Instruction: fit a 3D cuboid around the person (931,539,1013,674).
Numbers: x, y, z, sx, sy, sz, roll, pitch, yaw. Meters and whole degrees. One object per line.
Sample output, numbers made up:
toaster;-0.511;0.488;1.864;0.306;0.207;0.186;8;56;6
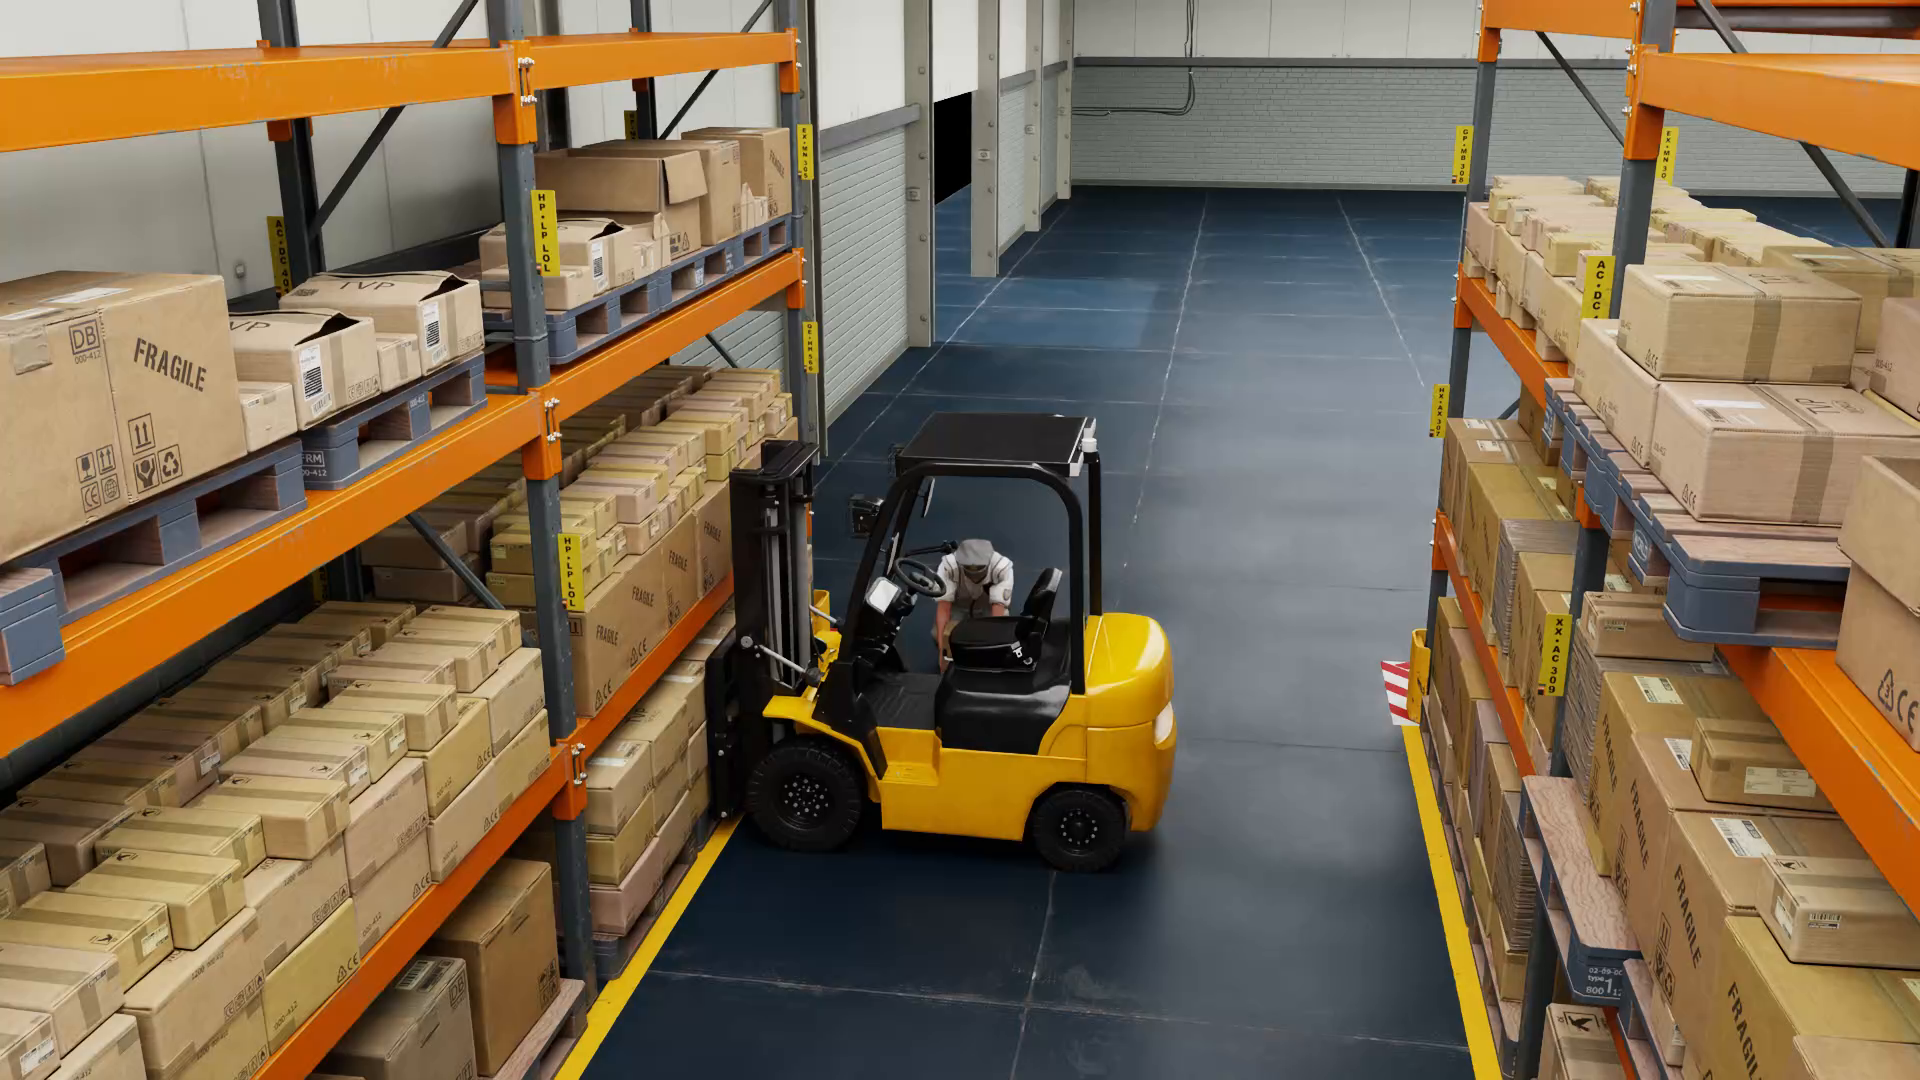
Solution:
person;0.088;0.414;10.978;0.543;1.020;0.914;3;18;8
